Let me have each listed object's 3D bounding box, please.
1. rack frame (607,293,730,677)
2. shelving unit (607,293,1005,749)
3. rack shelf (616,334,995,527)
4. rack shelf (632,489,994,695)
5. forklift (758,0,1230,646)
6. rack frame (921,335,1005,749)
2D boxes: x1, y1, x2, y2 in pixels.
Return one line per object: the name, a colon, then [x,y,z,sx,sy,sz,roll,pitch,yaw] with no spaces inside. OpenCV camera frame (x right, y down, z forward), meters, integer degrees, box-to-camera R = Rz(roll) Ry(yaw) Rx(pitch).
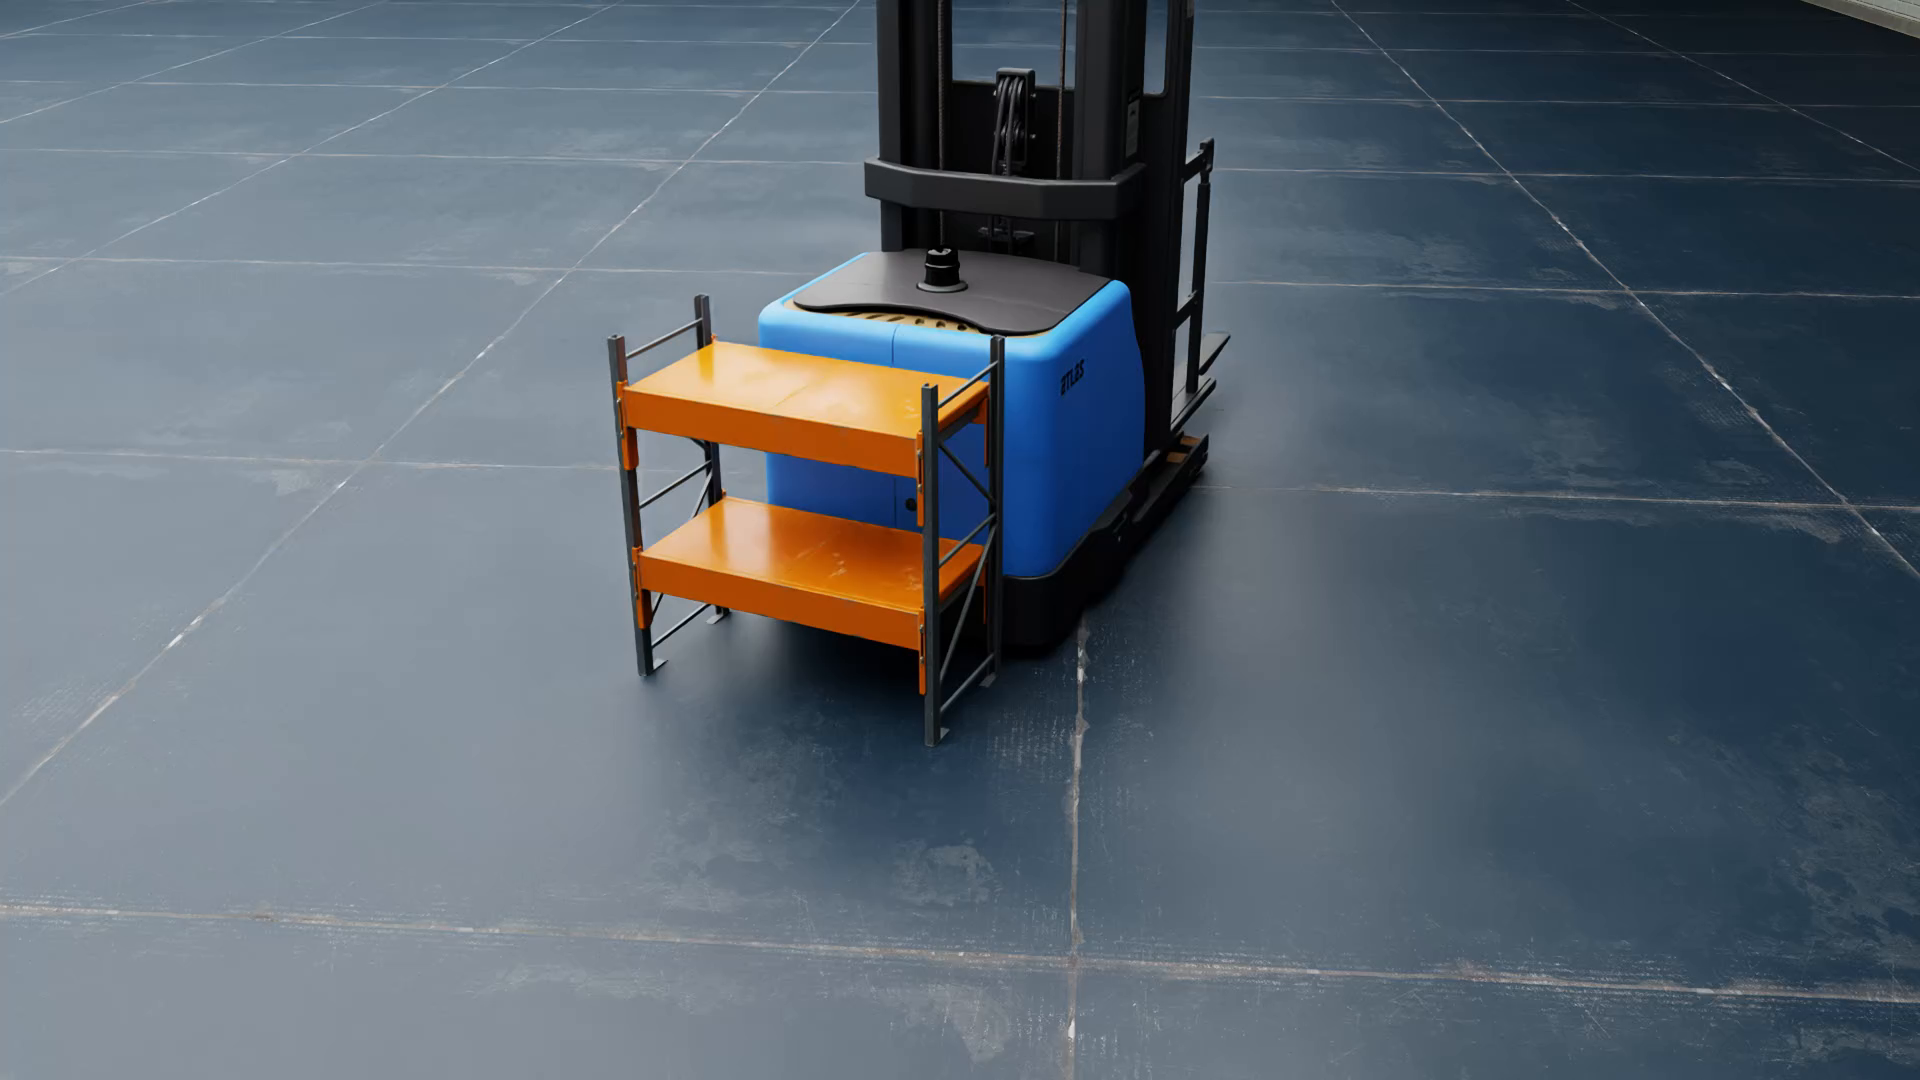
rack frame: [-0.909,-0.170,5.274,0.032,1.125,0.500,11,27,22]
shelving unit: [-0.447,-0.081,5.080,1.048,1.125,0.538,11,27,22]
rack shelf: [-0.448,-0.347,4.957,1.000,0.278,0.538,11,27,22]
rack shelf: [-0.447,0.141,5.182,1.000,0.278,0.538,11,27,22]
forklift: [0.375,-1.580,6.177,1.130,2.935,3.031,10,27,21]
rack frame: [0.014,0.008,4.886,0.032,1.125,0.500,11,27,22]
